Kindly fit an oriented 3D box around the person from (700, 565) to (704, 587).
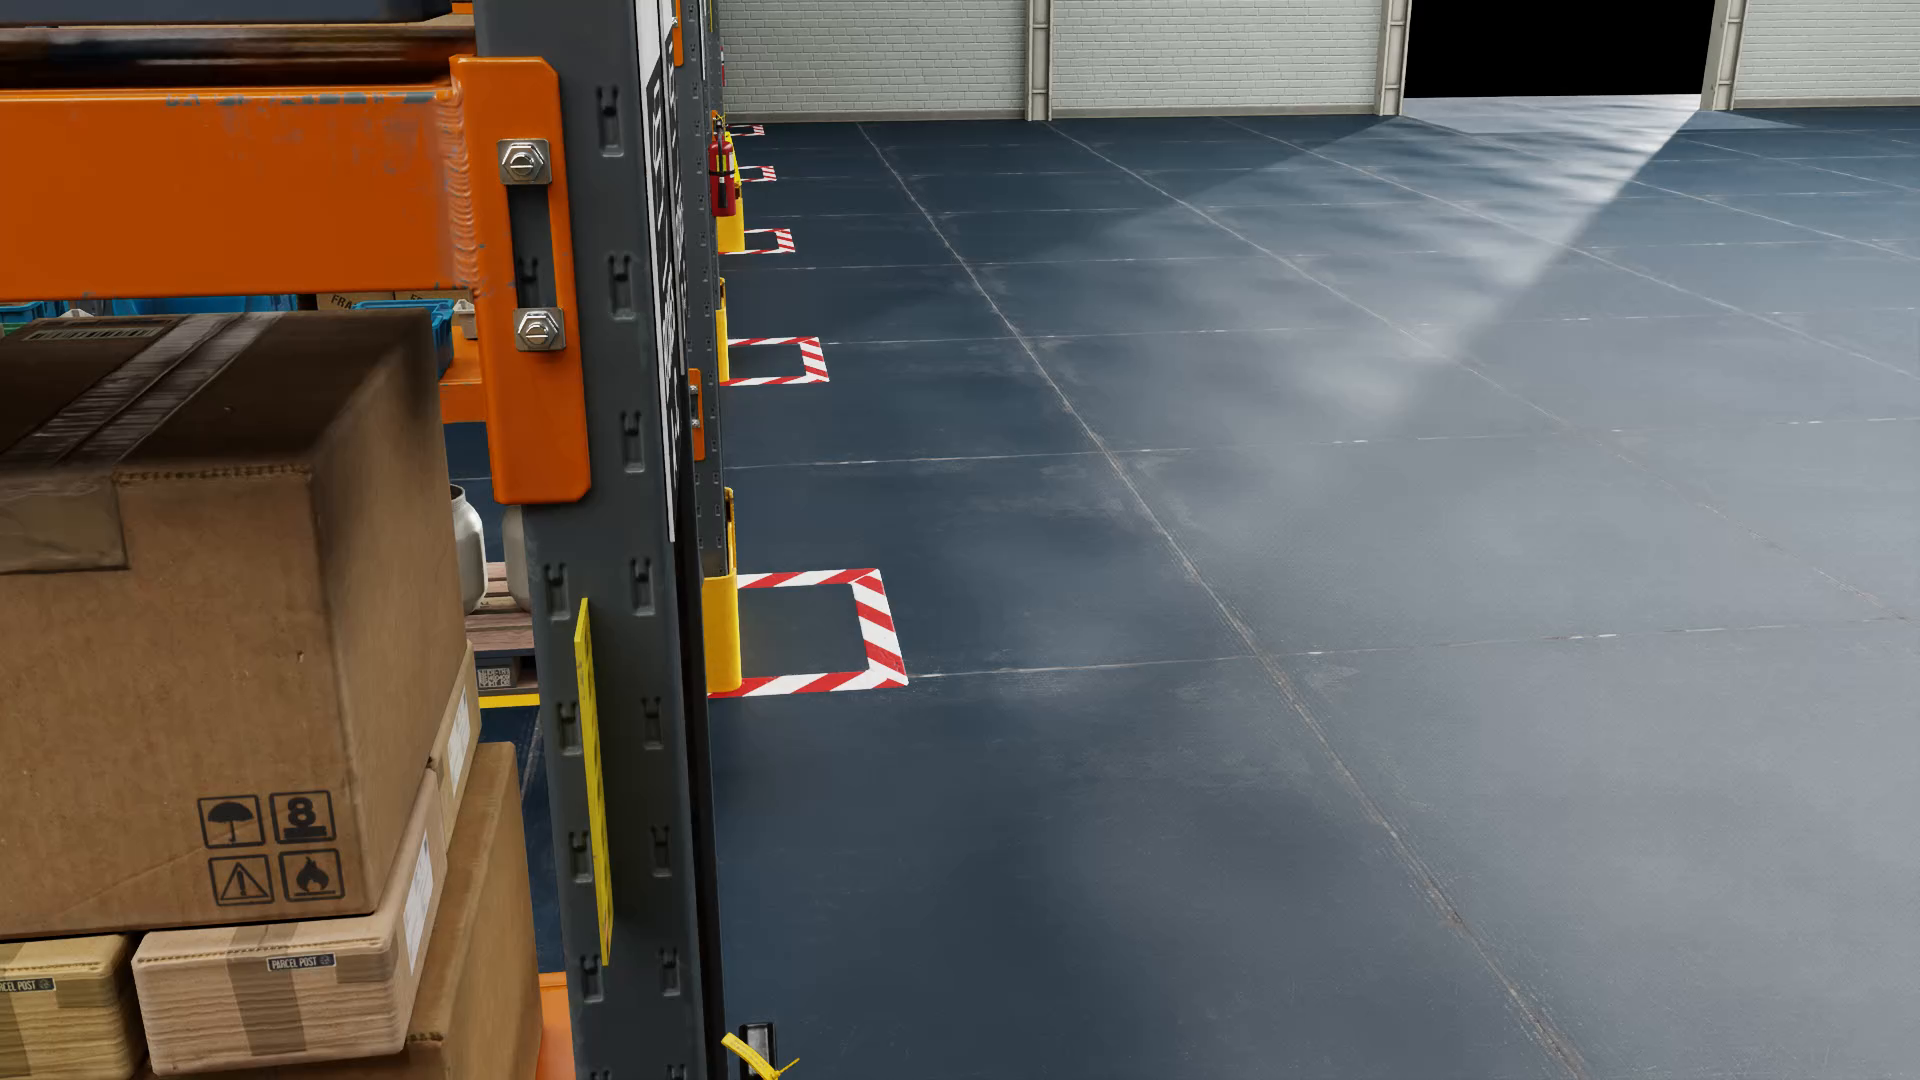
[{"bbox_3d":[-1.093,0.149,5.676,0.402,1.654,0.531,3,20,8],"label":"person"}]
